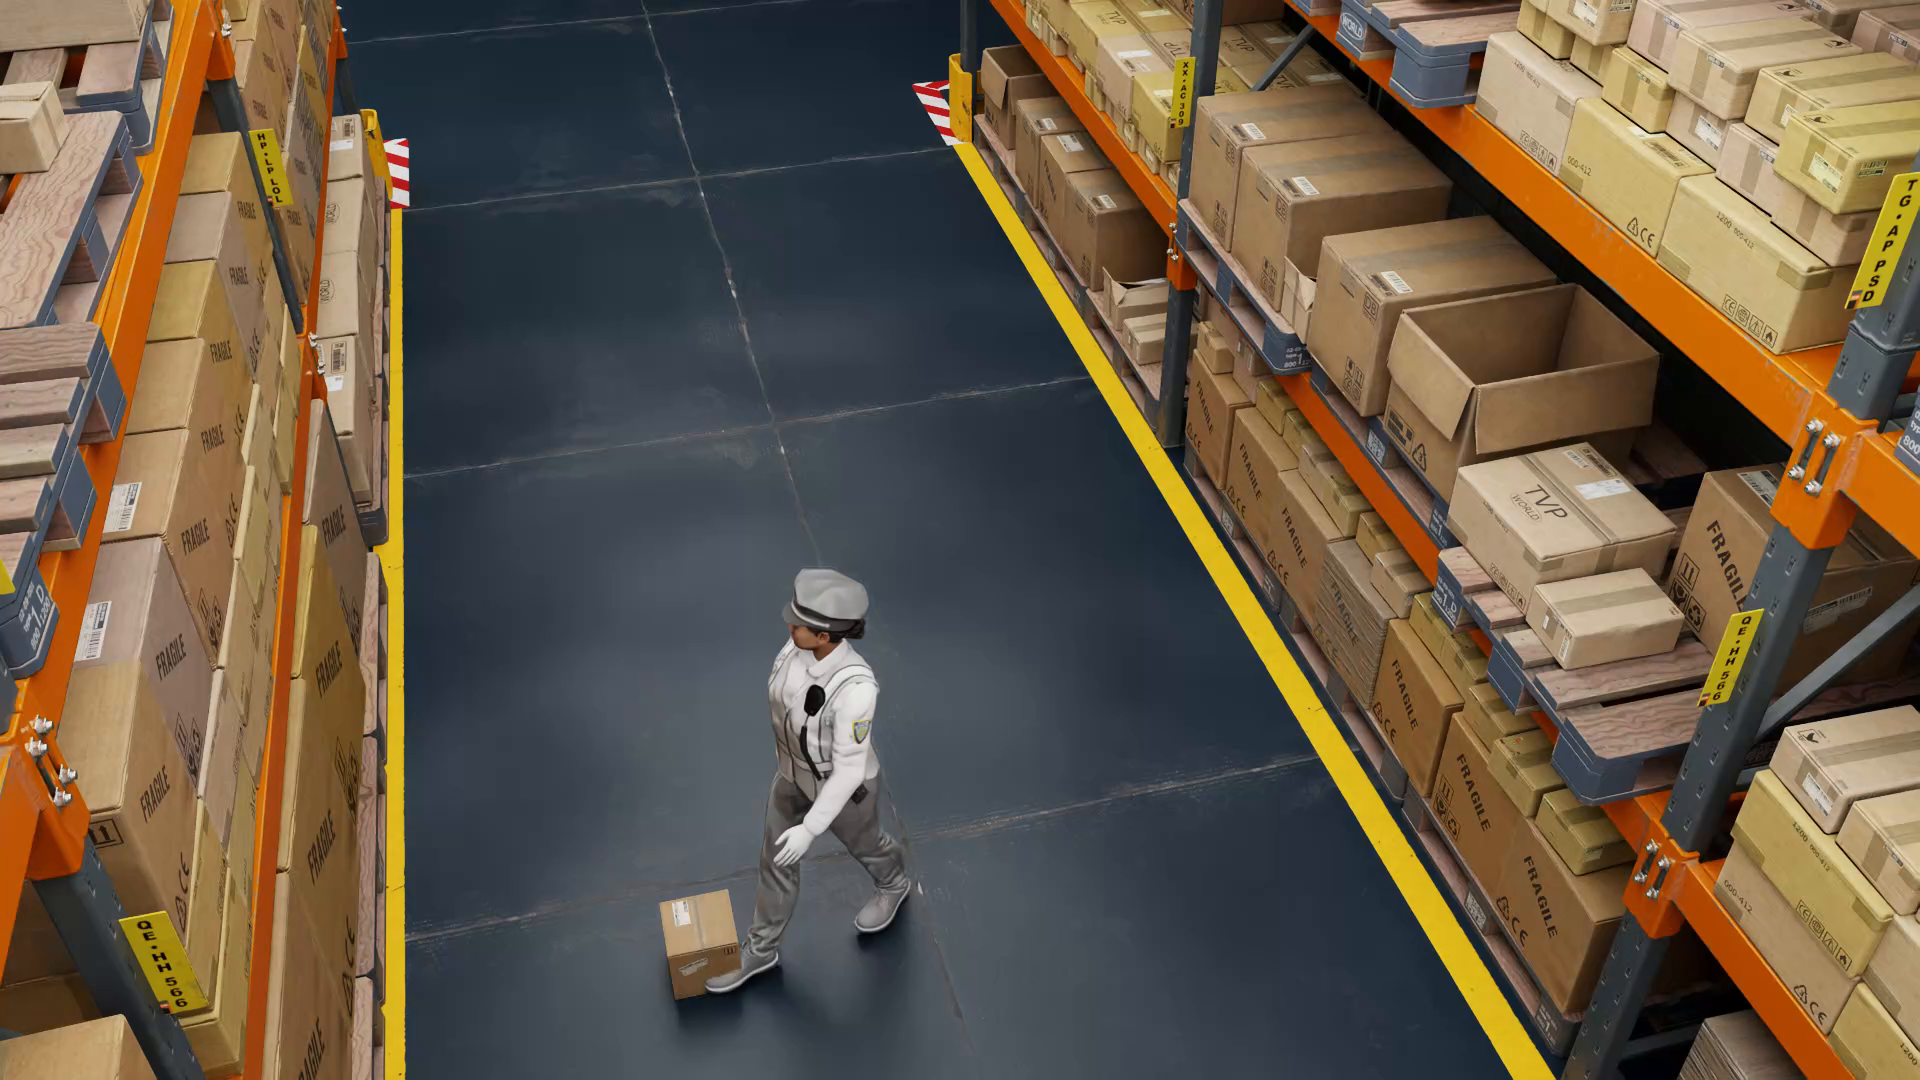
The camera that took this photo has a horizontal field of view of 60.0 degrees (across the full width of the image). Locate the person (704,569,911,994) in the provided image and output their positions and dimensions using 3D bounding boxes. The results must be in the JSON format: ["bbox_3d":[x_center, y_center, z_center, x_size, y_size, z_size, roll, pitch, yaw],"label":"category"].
[{"bbox_3d":[-0.530,0.845,5.617,0.857,1.645,0.525,-29,47,-31],"label":"person"}]
